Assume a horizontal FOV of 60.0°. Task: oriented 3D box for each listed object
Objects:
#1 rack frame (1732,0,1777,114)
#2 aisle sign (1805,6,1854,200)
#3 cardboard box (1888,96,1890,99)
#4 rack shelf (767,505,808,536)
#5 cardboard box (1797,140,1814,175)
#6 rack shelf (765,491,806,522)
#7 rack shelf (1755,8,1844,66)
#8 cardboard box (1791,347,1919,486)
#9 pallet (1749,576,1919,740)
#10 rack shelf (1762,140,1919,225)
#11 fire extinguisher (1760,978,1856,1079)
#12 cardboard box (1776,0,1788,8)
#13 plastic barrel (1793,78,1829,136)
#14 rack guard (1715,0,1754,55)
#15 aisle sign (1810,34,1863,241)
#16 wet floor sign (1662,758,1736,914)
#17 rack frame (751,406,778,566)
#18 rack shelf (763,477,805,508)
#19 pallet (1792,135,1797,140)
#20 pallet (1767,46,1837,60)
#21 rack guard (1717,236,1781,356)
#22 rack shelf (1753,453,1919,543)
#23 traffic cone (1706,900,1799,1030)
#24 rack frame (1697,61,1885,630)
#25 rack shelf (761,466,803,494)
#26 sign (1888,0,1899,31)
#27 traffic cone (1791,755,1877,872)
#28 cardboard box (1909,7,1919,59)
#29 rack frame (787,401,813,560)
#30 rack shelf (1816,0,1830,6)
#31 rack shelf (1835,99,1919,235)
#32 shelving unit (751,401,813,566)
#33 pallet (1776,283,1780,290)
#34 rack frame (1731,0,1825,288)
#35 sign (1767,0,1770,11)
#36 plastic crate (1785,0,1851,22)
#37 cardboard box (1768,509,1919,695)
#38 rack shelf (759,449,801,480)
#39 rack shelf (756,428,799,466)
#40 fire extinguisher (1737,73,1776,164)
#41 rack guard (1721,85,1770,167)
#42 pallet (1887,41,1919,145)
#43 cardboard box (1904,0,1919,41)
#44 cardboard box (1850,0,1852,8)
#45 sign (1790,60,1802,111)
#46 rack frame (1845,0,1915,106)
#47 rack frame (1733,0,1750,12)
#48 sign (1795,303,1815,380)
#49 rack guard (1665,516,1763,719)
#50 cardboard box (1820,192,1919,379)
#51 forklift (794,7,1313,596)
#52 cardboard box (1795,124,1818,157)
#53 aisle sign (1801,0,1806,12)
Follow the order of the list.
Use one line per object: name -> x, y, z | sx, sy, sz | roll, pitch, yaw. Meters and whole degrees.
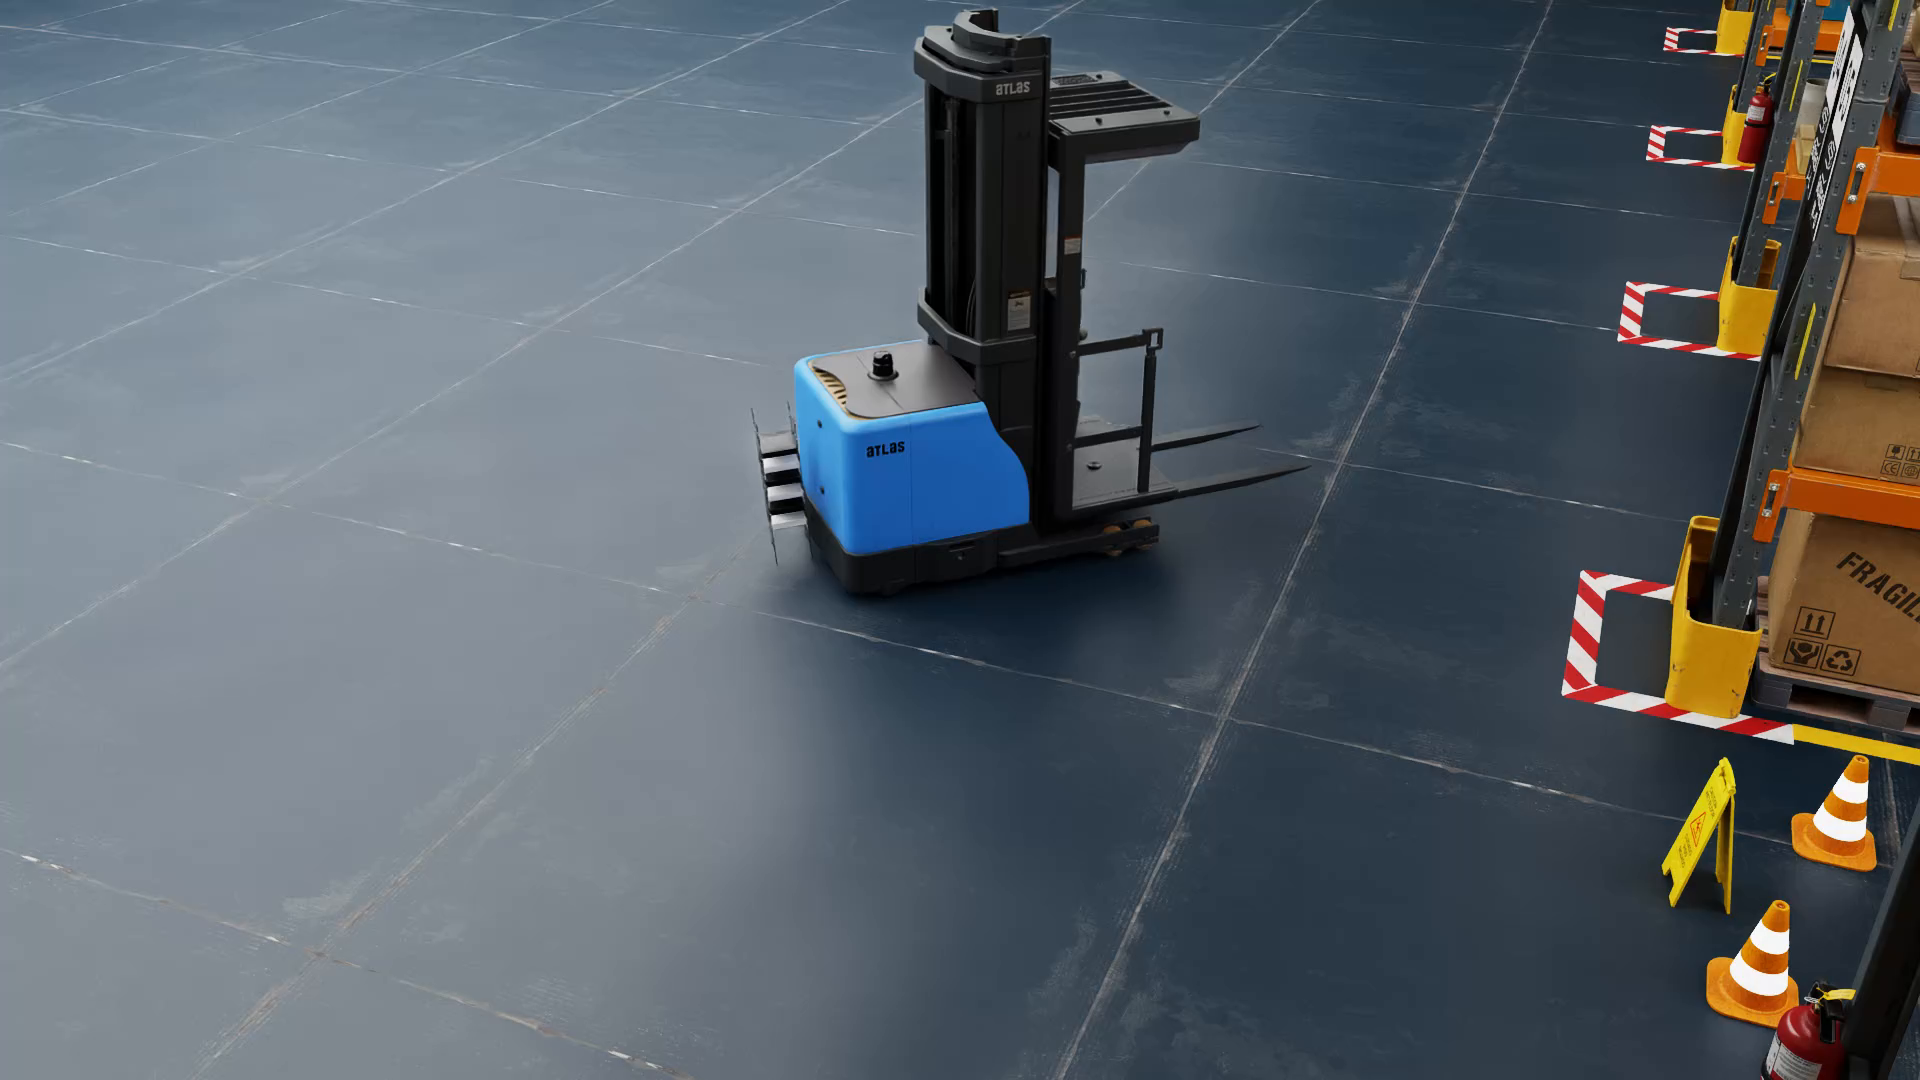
rack frame -> 7.733, -5.209, 15.918 | 0.127, 3.000, 1.000 | 11, 31, 19
aisle sign -> 3.959, -1.989, 7.579 | 0.004, 0.787, 0.394 | 11, 31, 19
cardboard box -> 6.370, -3.009, 11.622 | 0.500, 0.500, 0.875 | 11, 31, 19
rack shelf -> -0.987, -0.132, 9.488 | 0.200, 0.077, 0.258 | -10, 31, -9
cardboard box -> 6.045, -2.680, 11.698 | 0.250, 0.149, 0.380 | 11, 31, 19
rack shelf -> -0.993, -0.209, 9.443 | 0.200, 0.077, 0.258 | -10, 31, -9
rack shelf -> 9.586, -4.526, 15.440 | 4.000, 0.370, 1.077 | 11, 31, 19
cardboard box -> 4.273, -0.725, 7.832 | 0.550, 0.550, 0.875 | 11, 31, 19
pallet -> 4.682, 0.618, 8.442 | 1.213, 0.211, 1.003 | 11, 31, 19
rack shelf -> 7.724, -2.268, 11.444 | 4.000, 0.370, 1.077 | 11, 31, 19
fire extinguisher -> 2.212, 1.370, 4.356 | 0.183, 0.674, 0.296 | 11, 31, 19
cardboard box -> 10.207, -6.816, 20.365 | 0.500, 0.500, 0.500 | 11, 31, 19
plastic barrel -> 8.371, -4.222, 16.273 | 0.421, 0.512, 0.421 | 0, 29, 0
rack guard -> 9.576, -6.383, 20.535 | 0.348, 0.500, 1.175 | 11, 31, 19
aisle sign -> 3.734, -1.716, 7.095 | 0.004, 0.787, 0.394 | 11, 31, 19
wet floor sign -> 3.141, 1.215, 6.945 | 0.232, 0.644, 0.267 | 6, 30, 11
rack frame -> -1.100, -0.298, 9.364 | 0.006, 0.900, 0.240 | -10, 31, -9
rack shelf -> -0.999, -0.287, 9.397 | 0.200, 0.077, 0.258 | -10, 31, -9
pallet -> 8.572, -3.850, 16.347 | 1.213, 0.211, 1.003 | 11, 31, 19
pallet -> 10.323, -6.131, 20.382 | 1.213, 0.211, 1.003 | 11, 31, 19
rack guard -> 5.941, -1.848, 12.512 | 0.348, 0.500, 1.175 | 11, 31, 19
rack shelf -> 5.765, -0.025, 7.476 | 4.000, 0.370, 1.077 | 11, 31, 19
traffic cone -> 3.130, 1.595, 6.459 | 0.334, 0.463, 0.336 | 11, 31, 19
rack frame -> 3.912, -0.708, 7.954 | 0.127, 3.000, 1.000 | 11, 31, 19
rack shelf -> -1.005, -0.364, 9.352 | 0.200, 0.077, 0.258 | -10, 31, -9
sign -> 3.698, -2.177, 6.536 | 0.005, 0.325, 0.100 | 11, 31, 19
traffic cone -> 3.870, 1.142, 7.259 | 0.334, 0.463, 0.336 | 11, 31, 19
cardboard box -> 4.348, -2.224, 7.314 | 0.250, 0.149, 0.380 | 11, 31, 19
rack frame -> -0.903, -0.333, 9.397 | 0.006, 0.900, 0.240 | -10, 31, -9
rack shelf -> 7.724, -3.573, 10.706 | 4.000, 0.370, 1.077 | 11, 31, 19
rack shelf -> 5.765, -1.331, 6.738 | 4.000, 0.370, 1.077 | 11, 31, 19
shelving unit -> -1.001, -0.315, 9.380 | 0.210, 0.900, 0.258 | -10, 31, -9
pallet -> 6.680, -1.556, 12.289 | 1.213, 0.211, 1.003 | 11, 31, 19
rack frame -> 5.870, -2.951, 11.922 | 0.127, 3.000, 1.000 | 11, 31, 19
sign -> 7.522, -5.080, 15.407 | 0.005, 0.325, 0.100 | 11, 31, 19
plastic crate -> 8.309, -5.188, 16.032 | 0.616, 0.251, 0.499 | 11, 31, 19
cardboard box -> 4.565, 0.130, 8.205 | 0.875, 0.875, 0.875 | 11, 31, 19
rack shelf -> -1.011, -0.442, 9.306 | 0.200, 0.077, 0.258 | -10, 31, -9
rack shelf -> -1.018, -0.519, 9.261 | 0.200, 0.077, 0.258 | -10, 31, -9
fire extinguisher -> 5.938, -3.148, 12.350 | 0.183, 0.674, 0.296 | 11, 31, 19
rack guard -> 7.821, -4.128, 16.546 | 0.348, 0.500, 1.175 | 11, 31, 19
pallet -> 4.603, -1.843, 7.003 | 1.213, 0.211, 1.003 | 11, 31, 19
cardboard box -> 6.278, -3.333, 11.178 | 0.500, 0.500, 0.500 | 11, 31, 19
cardboard box -> 6.473, -3.570, 11.598 | 0.500, 0.500, 0.500 | 11, 31, 19
sign -> 5.667, -3.080, 11.271 | 0.005, 0.325, 0.100 | 11, 31, 19
rack frame -> 3.912, -3.320, 6.478 | 0.127, 3.000, 1.000 | 11, 31, 19
rack frame -> 9.598, -7.467, 19.912 | 0.127, 3.000, 1.000 | 11, 31, 19
sign -> 3.698, -0.867, 7.276 | 0.005, 0.325, 0.100 | 11, 31, 19
rack guard -> 3.890, 0.376, 8.577 | 0.348, 0.500, 1.175 | 11, 31, 19
cardboard box -> 4.241, -1.157, 7.499 | 0.550, 0.550, 0.875 | 11, 31, 19
forklift -> 0.617, -1.418, 9.281 | 3.031, 2.935, 1.130 | -11, 31, -19
cardboard box -> 6.212, -2.883, 12.057 | 0.250, 0.149, 0.380 | 11, 31, 19
aisle sign -> 5.700, -3.957, 11.061 | 0.004, 0.787, 0.394 | 11, 31, 19
